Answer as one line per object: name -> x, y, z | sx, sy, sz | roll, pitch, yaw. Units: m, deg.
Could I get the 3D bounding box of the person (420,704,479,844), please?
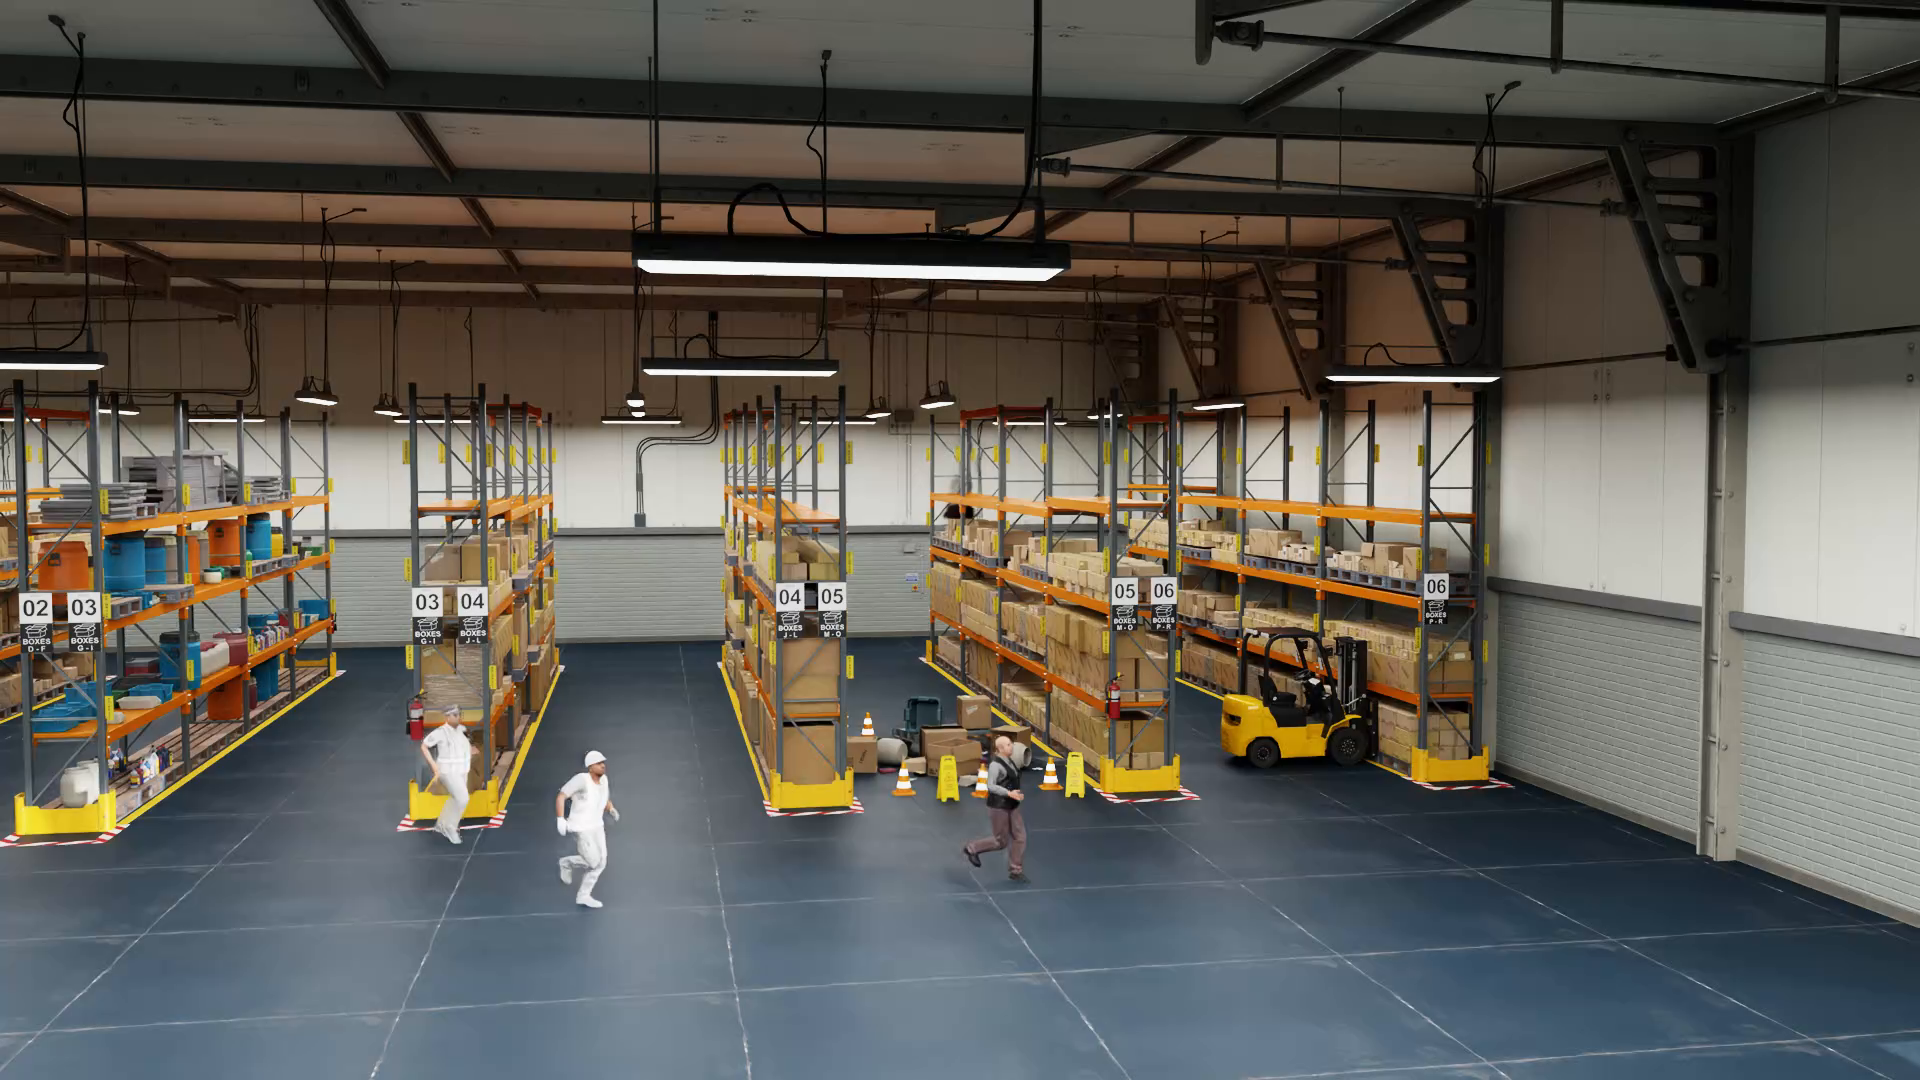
person -> -6.554, 3.033, 21.577 | 0.728, 1.828, 0.639 | 1, 3, 19

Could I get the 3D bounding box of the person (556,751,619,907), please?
person -> -4.157, 3.213, 18.538 | 0.701, 1.730, 0.728 | 1, 3, 27

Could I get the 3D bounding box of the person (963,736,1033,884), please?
person -> 0.462, 3.176, 19.622 | 0.853, 1.736, 0.668 | 1, 3, 26
